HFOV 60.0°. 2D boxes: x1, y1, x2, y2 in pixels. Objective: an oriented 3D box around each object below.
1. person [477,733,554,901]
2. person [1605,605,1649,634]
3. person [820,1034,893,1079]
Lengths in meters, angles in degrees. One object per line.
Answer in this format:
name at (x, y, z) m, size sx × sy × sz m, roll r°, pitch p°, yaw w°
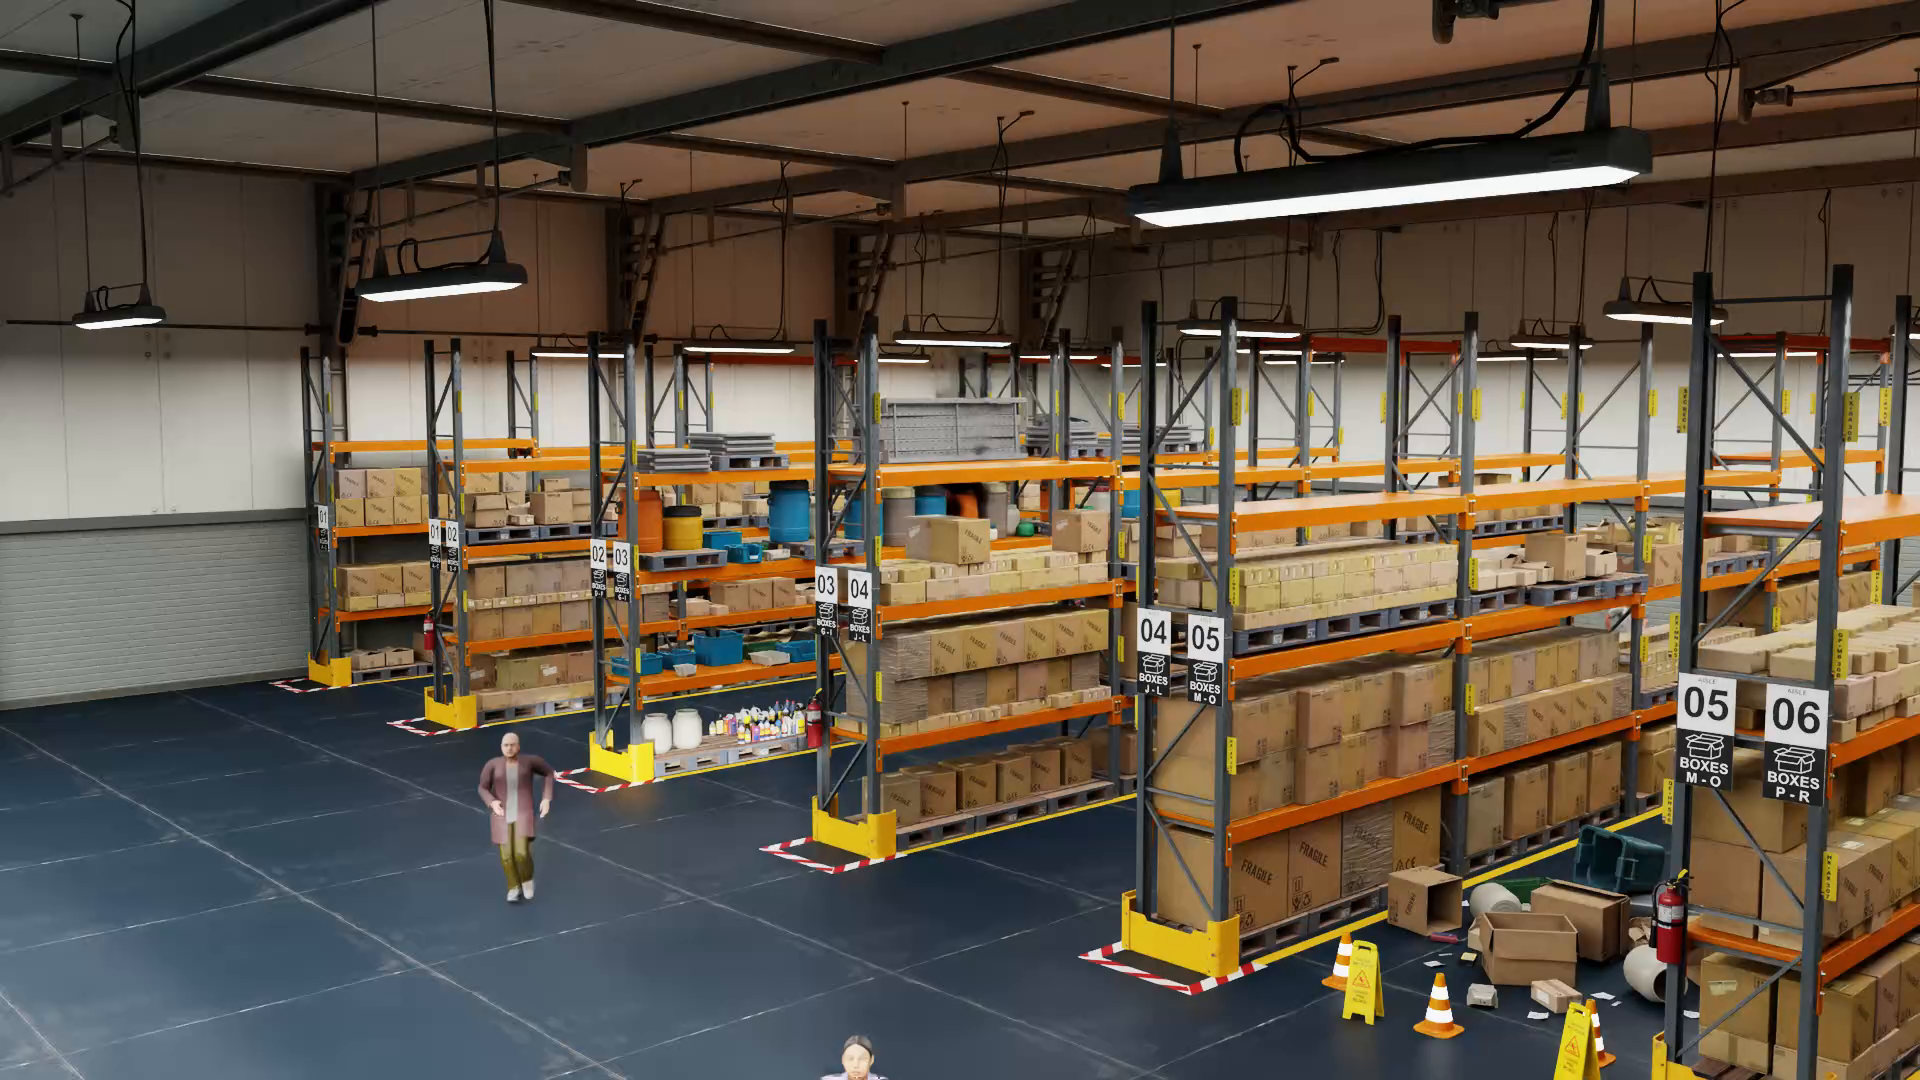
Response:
person at (-4.493, 2.821, 16.792) m, size 0.731 × 1.757 × 0.669 m, roll -1°, pitch 5°, yaw -8°
person at (11.726, 1.730, 29.134) m, size 0.722 × 1.793 × 0.651 m, roll -1°, pitch 5°, yaw -13°
person at (-0.564, 3.540, 9.242) m, size 0.615 × 1.632 × 0.764 m, roll 0°, pitch 5°, yaw 2°
